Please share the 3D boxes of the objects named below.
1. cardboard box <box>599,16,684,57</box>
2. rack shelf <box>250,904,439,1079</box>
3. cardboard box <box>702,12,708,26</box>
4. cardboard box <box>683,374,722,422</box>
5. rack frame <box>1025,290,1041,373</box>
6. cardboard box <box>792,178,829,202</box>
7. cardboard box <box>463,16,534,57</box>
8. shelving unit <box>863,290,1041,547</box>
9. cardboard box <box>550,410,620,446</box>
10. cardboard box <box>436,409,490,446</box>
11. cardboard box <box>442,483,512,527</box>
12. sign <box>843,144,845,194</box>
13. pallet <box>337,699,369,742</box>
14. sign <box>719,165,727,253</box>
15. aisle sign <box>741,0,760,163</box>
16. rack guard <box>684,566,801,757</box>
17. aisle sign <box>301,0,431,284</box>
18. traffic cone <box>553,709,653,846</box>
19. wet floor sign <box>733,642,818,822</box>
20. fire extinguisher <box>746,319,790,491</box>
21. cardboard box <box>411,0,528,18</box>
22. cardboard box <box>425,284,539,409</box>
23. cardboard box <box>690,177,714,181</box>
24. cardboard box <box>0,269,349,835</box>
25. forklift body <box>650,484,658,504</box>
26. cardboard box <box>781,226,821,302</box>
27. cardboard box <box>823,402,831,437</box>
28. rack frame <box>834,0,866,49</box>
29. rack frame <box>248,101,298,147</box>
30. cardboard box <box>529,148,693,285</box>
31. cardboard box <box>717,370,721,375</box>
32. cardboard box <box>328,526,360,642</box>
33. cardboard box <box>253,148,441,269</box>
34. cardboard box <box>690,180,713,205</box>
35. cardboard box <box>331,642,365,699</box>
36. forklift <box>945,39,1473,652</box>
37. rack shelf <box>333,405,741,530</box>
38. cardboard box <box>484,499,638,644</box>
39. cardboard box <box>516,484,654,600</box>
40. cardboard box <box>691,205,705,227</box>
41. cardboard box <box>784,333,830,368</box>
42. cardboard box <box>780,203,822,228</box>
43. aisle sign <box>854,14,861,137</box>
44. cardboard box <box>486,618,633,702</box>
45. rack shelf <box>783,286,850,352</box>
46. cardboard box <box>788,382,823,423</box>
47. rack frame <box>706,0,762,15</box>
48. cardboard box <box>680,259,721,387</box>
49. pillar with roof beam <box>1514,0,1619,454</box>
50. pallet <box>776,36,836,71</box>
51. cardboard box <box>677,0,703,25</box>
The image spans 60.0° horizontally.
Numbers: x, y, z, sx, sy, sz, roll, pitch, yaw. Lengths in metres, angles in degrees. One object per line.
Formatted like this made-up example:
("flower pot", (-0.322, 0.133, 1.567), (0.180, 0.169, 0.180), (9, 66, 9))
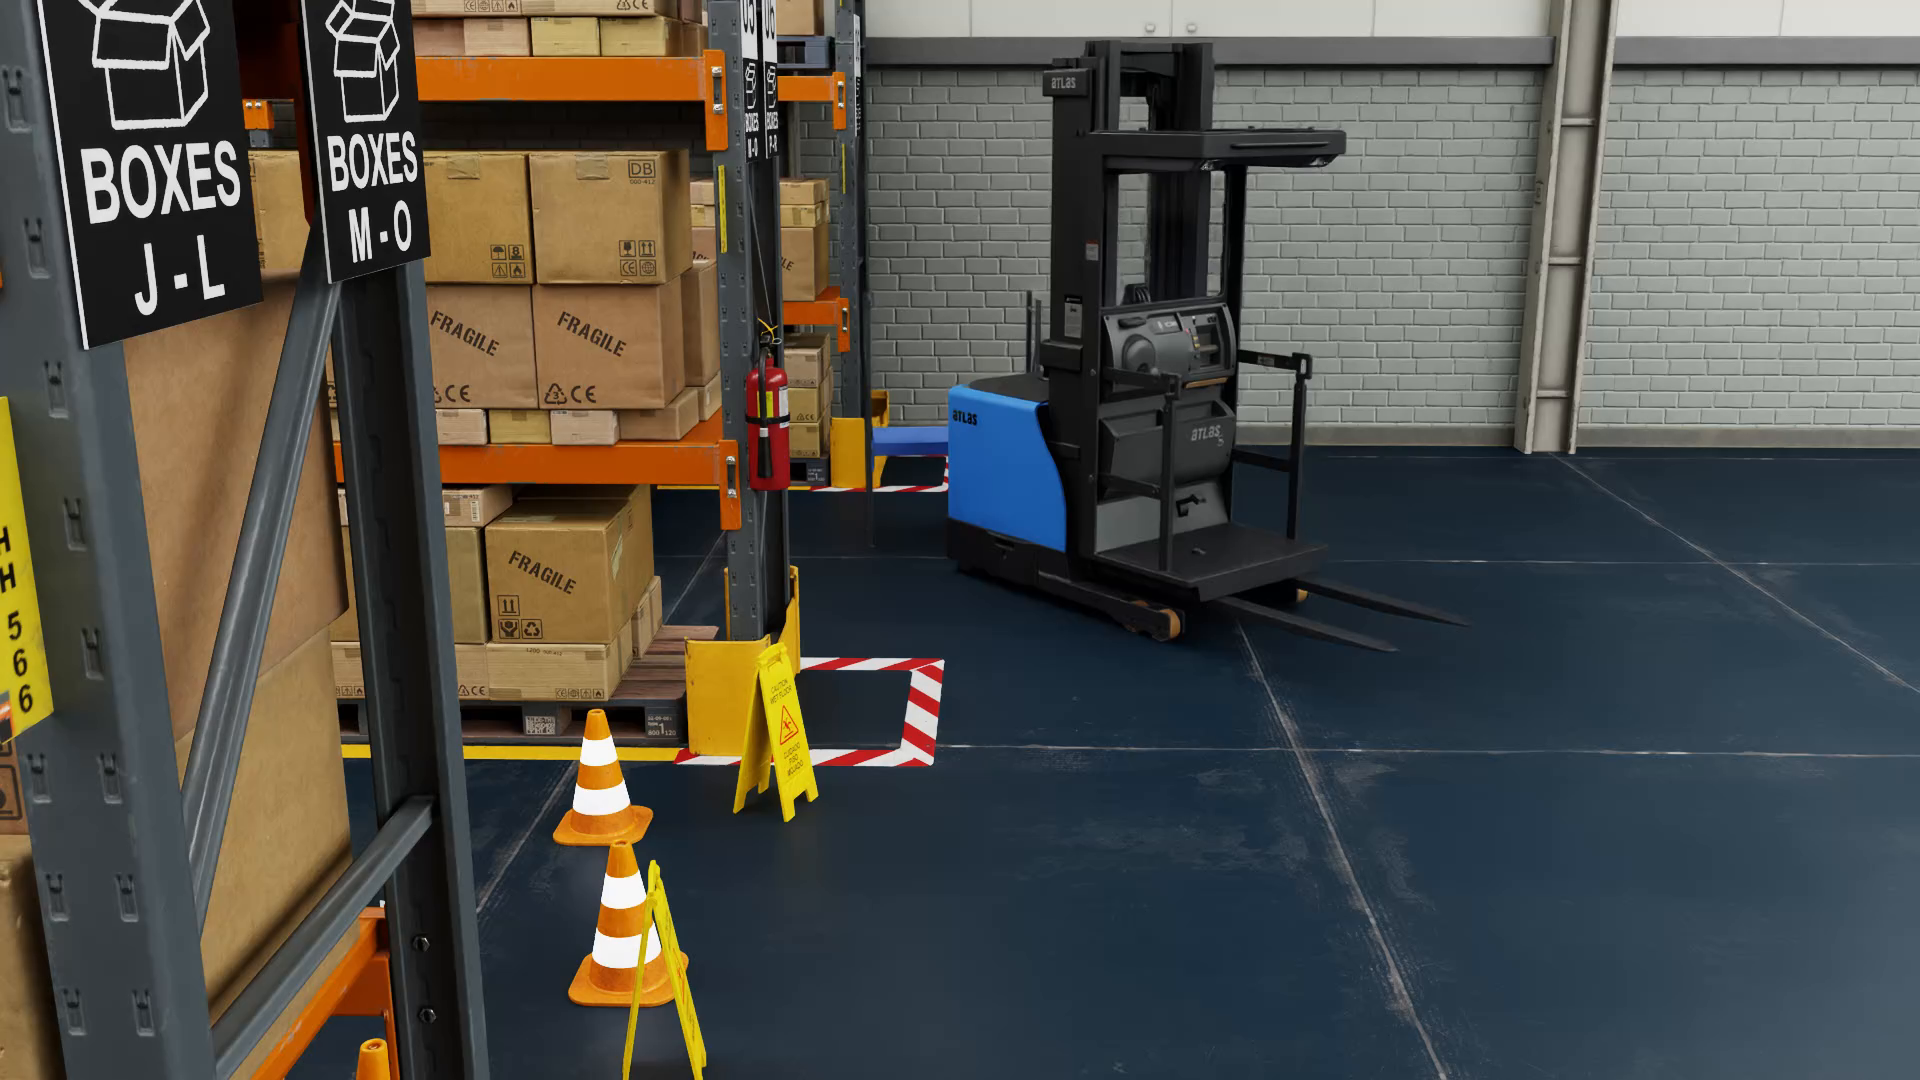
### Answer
("cardboard box", (-1.240, -1.958, 6.493), (0.250, 0.149, 0.380), (0, 15, 2))
("rack shelf", (-2.901, 0.900, 2.459), (4.000, 0.370, 1.077), (0, 15, 1))
("cardboard box", (-1.589, -3.472, 11.213), (0.250, 0.149, 0.380), (0, 15, 0))
("cardboard box", (-1.210, -0.631, 7.346), (0.250, 0.149, 0.380), (0, 15, 2))
("rack frame", (0.448, -0.765, 10.300), (0.032, 1.500, 0.500), (-1, 15, -5))
("cardboard box", (-1.083, -2.526, 11.984), (0.250, 0.149, 0.380), (0, 15, 0))
("cardboard box", (-1.754, -1.961, 6.507), (0.250, 0.149, 0.380), (1, 15, 3))
("shelving unit", (-0.059, -0.754, 10.259), (1.048, 1.500, 0.538), (-1, 15, -5))
("cardboard box", (-1.511, -0.498, 6.839), (0.250, 0.149, 0.380), (0, 15, 1))
("cardboard box", (-2.025, -0.499, 6.843), (0.250, 0.149, 0.380), (1, 15, 2))
("cardboard box", (-2.052, -0.172, 6.936), (0.250, 0.149, 0.380), (1, 15, 3))
("sign", (-0.781, -2.500, 11.201), (0.005, 0.325, 0.100), (0, 15, 1))
("pallet", (-2.980, 0.627, 7.550), (1.213, 0.211, 1.003), (0, 15, 1))
("sign", (-0.910, -1.269, 6.381), (0.005, 0.325, 0.100), (0, 15, 1))
("aisle sign", (-0.821, -1.880, 6.492), (0.004, 0.787, 0.394), (0, 15, 1))
("rack guard", (-0.952, 0.510, 7.426), (0.348, 0.500, 1.175), (0, 15, 1))
("aisle sign", (-0.823, -0.768, 2.274), (0.004, 0.787, 0.394), (0, 15, 1))
("traffic cone", (-1.339, 0.855, 6.192), (0.334, 0.463, 0.336), (0, 15, 1))
("wet floor sign", (-0.713, 0.715, 6.366), (0.232, 0.644, 0.267), (6, 16, 21))
("fire extinguisher", (-0.773, -0.542, 6.667), (0.183, 0.674, 0.296), (0, 15, 1))
("cardboard box", (-1.897, -2.161, 6.482), (0.500, 0.250, 0.500), (0, 15, 1))
("cardboard box", (-1.926, -0.828, 6.818), (0.500, 0.500, 0.500), (0, 15, 2))
("cardboard box", (-1.855, -2.540, 12.037), (0.250, 0.149, 0.380), (0, 15, 2))
("cardboard box", (-1.271, -0.042, 2.208), (0.550, 0.550, 0.875), (0, 15, 1))
("forklift body", (-2.695, -1.100, 10.295), (1.214, 2.155, 2.313), (0, 15, 1))
("cardboard box", (-1.251, -1.948, 11.649), (0.500, 0.500, 0.500), (0, 15, 0))
("cardboard box", (-1.239, -0.890, 12.401), (0.500, 0.250, 0.500), (0, 15, 2))
("rack frame", (-0.753, -4.864, 11.138), (0.127, 3.000, 1.000), (0, 15, 1))
("rack frame", (-4.752, -1.990, 12.002), (0.127, 3.000, 1.000), (0, 15, 1))
("cardboard box", (-1.392, -1.321, 6.728), (0.500, 0.500, 0.700), (0, 15, 0))
("cardboard box", (-1.732, -1.246, 11.789), (0.500, 0.250, 0.500), (1, 15, 2))
("cardboard box", (-2.710, 0.120, 7.103), (0.500, 0.500, 0.500), (0, 15, 0))
("cardboard box", (-2.410, -1.303, 6.661), (0.500, 0.500, 0.700), (0, 15, 1))
("cardboard box", (-1.873, -2.427, 11.609), (0.250, 0.149, 0.380), (0, 15, 2))
("cardboard box", (-2.732, 0.485, 7.190), (0.500, 0.250, 0.500), (0, 15, -1))
("forklift", (1.240, -1.048, 8.567), (1.130, 2.935, 3.031), (-12, 19, -38))
("rack shelf", (-2.875, -0.363, 7.246), (4.000, 0.370, 1.077), (0, 15, 1))
("cardboard box", (-1.683, 0.127, 7.074), (0.500, 0.500, 0.500), (0, 15, 2))
("cardboard box", (-1.699, -0.010, 7.594), (0.500, 0.500, 0.500), (0, 15, 0))
("cardboard box", (-1.868, -2.272, 11.605), (0.250, 0.149, 0.380), (0, 15, 1))
("cardboard box", (-1.228, -1.372, 12.267), (0.500, 0.250, 0.500), (0, 15, 1))
("cardboard box", (-1.107, -2.256, 11.545), (0.250, 0.149, 0.380), (1, 15, 2))
("aisle sign", (-0.695, -3.145, 11.286), (0.004, 0.787, 0.394), (0, 15, 1))
("cardboard box", (-1.715, 0.492, 7.163), (0.500, 0.250, 0.500), (0, 15, 1))
("rack shelf", (-2.752, -1.629, 12.044), (4.000, 0.370, 1.077), (0, 15, 1))
("cardboard box", (-1.247, -1.002, 11.846), (0.500, 0.250, 0.500), (0, 15, 1))
("rack frame", (-0.876, -3.599, 6.340), (0.127, 3.000, 1.000), (0, 15, 1))
("cardboard box", (-1.342, -0.964, 7.334), (0.500, 0.500, 0.500), (0, 15, 1))
("pillar with roof beam", (4.462, -3.962, 7.717), (0.400, 9.000, 9.100), (0, 15, 1))
("pallet", (-1.459, -3.383, 11.574), (1.213, 0.211, 1.003), (0, 15, 1))
("cardboard box", (-1.372, -2.291, 6.973), (0.500, 0.250, 0.500), (0, 15, 0))
